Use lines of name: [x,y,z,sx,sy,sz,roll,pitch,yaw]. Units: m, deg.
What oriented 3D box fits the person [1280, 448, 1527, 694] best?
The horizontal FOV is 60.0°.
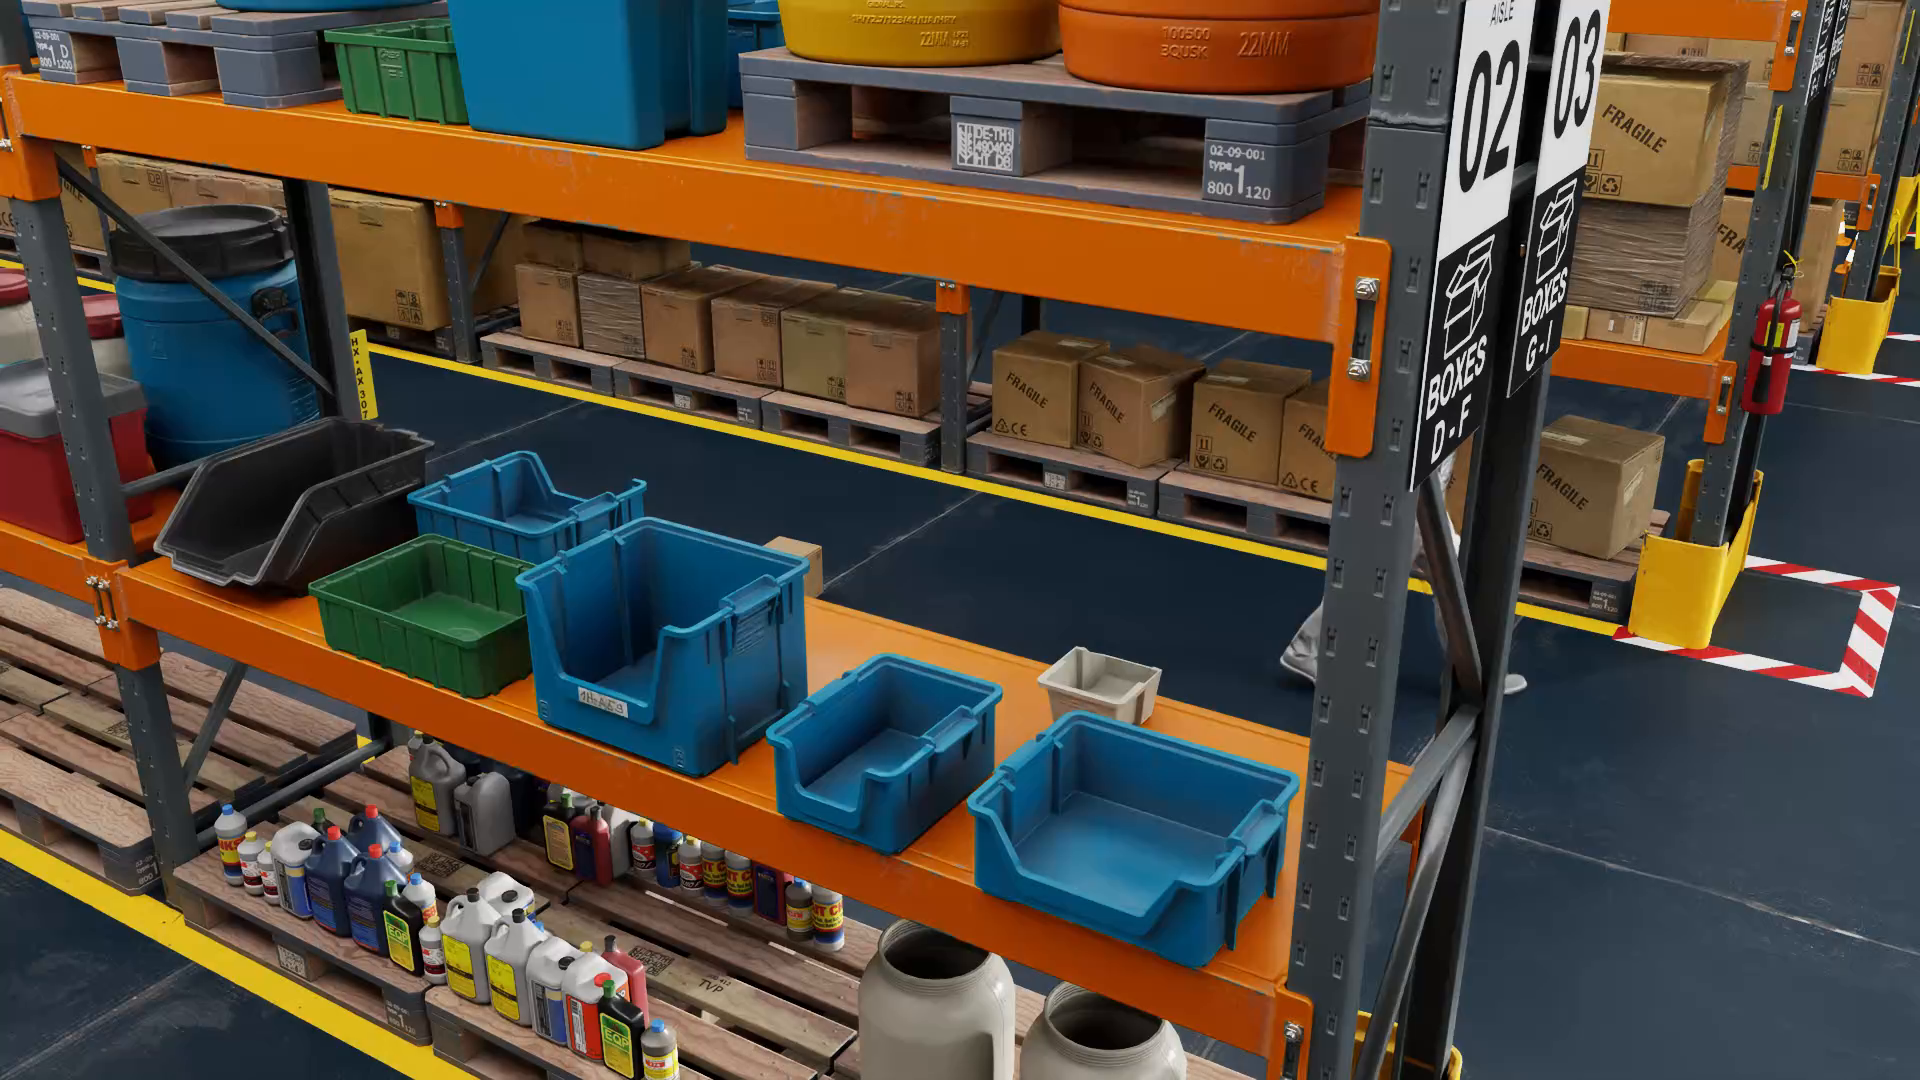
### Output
person: [1.877,-0.100,6.785,1.018,1.633,0.499,8,25,18]
